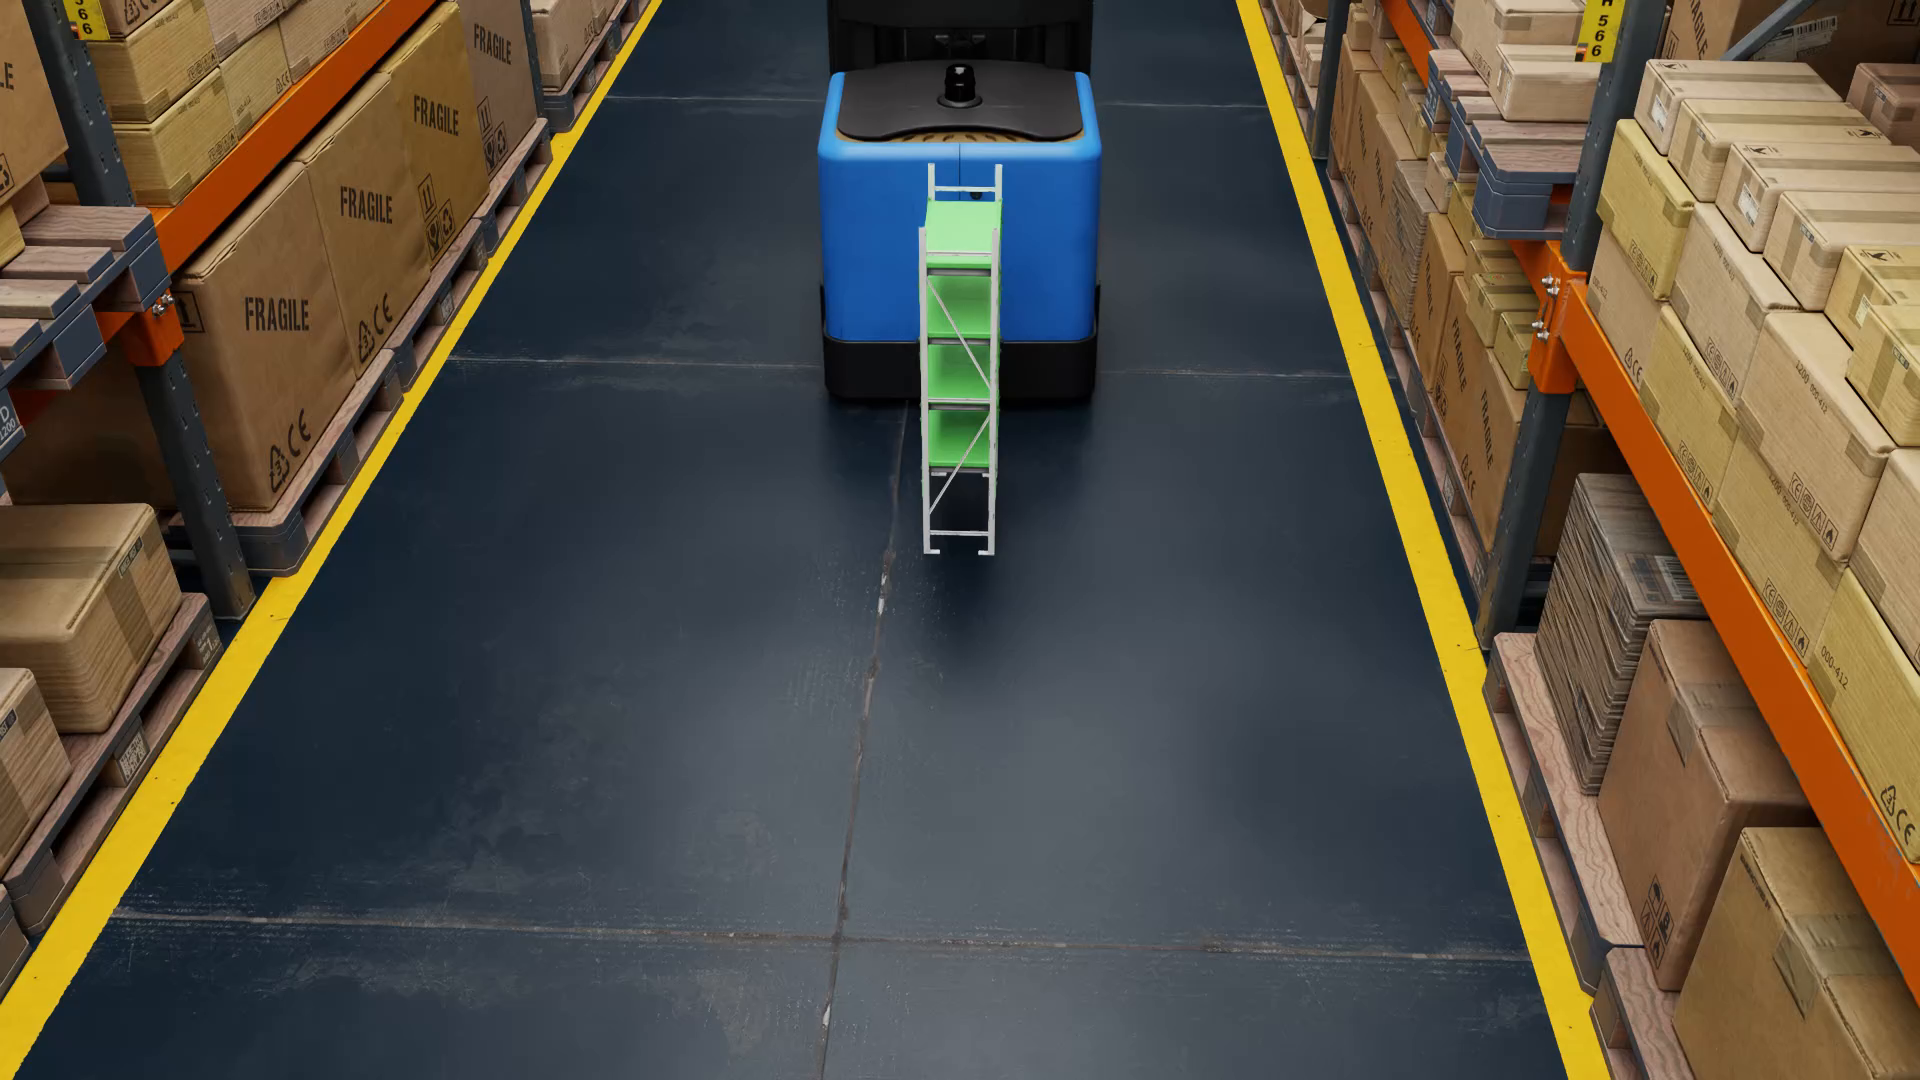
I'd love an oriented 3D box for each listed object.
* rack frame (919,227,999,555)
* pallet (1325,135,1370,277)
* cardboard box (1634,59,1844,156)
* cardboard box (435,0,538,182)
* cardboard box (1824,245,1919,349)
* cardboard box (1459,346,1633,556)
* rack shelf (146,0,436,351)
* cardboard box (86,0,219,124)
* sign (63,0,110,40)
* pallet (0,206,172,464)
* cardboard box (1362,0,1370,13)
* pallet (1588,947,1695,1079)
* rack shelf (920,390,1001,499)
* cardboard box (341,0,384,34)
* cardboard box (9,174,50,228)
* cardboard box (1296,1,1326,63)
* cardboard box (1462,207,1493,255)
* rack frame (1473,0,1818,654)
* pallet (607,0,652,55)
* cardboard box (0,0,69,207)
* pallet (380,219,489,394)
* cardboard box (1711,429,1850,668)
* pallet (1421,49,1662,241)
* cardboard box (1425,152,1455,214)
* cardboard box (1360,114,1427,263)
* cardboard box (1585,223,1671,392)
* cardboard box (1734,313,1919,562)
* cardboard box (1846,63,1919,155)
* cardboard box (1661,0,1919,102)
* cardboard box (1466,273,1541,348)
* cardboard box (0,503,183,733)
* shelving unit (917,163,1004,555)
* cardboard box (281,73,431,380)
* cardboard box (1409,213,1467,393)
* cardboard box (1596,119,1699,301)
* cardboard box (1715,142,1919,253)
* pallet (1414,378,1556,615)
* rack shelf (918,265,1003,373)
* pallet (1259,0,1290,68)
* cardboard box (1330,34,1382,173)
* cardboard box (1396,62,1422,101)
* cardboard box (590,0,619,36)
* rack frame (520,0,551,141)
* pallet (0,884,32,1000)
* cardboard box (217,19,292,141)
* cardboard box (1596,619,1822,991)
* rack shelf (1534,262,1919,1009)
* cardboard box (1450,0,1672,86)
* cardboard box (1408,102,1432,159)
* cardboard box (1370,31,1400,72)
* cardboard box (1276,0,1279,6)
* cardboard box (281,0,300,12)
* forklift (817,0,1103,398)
[{"bbox_3d":[-0.003,-0.446,5.341,0.240,1.200,0.015,1,35,2],"label":"rack frame"},{"bbox_3d":[2.312,-1.583,7.819,1.003,0.211,1.213,1,35,2],"label":"pallet"},{"bbox_3d":[1.839,-1.024,3.947,0.380,0.149,0.250,2,35,3],"label":"cardboard box"},{"bbox_3d":[-2.598,-2.249,7.824,0.875,0.875,0.875,2,35,3],"label":"cardboard box"},{"bbox_3d":[1.867,-0.427,3.098,0.380,0.149,0.250,2,35,2],"label":"cardboard box"},{"bbox_3d":[1.949,-0.291,5.364,0.500,0.500,0.500,2,35,3],"label":"cardboard box"},{"bbox_3d":[-2.733,-1.861,6.415,1.077,0.370,4.000,1,35,2],"label":"rack shelf"},{"bbox_3d":[-2.546,-1.435,4.879,0.500,0.250,0.500,1,35,2],"label":"cardboard box"},{"bbox_3d":[-2.271,-1.441,4.253,0.100,0.325,0.005,1,35,2],"label":"sign"},{"bbox_3d":[-2.736,-0.516,4.043,1.213,0.211,1.003,1,35,2],"label":"pallet"},{"bbox_3d":[2.087,-2.527,7.723,0.380,0.149,0.250,1,35,1],"label":"cardboard box"},{"bbox_3d":[2.023,1.418,3.549,1.003,0.211,1.213,1,35,2],"label":"pallet"},{"bbox_3d":[0.007,-0.337,5.715,0.258,0.148,0.480,1,35,2],"label":"rack shelf"},{"bbox_3d":[-2.496,-2.101,6.261,0.500,0.250,0.500,1,35,2],"label":"cardboard box"},{"bbox_3d":[-2.591,-0.882,4.249,0.380,0.149,0.250,3,35,4],"label":"cardboard box"},{"bbox_3d":[2.050,-2.777,9.106,0.396,0.266,0.258,3,35,4],"label":"cardboard box"},{"bbox_3d":[2.004,-1.057,5.889,0.380,0.149,0.250,2,35,3],"label":"cardboard box"},{"bbox_3d":[2.146,-0.894,4.413,1.000,3.000,0.127,1,35,2],"label":"rack frame"},{"bbox_3d":[-2.498,-3.302,10.264,1.003,0.211,1.213,1,35,2],"label":"pallet"},{"bbox_3d":[-2.554,-1.073,3.958,0.500,0.500,0.500,0,35,1],"label":"cardboard box"},{"bbox_3d":[-2.655,-1.016,7.012,1.003,0.211,1.213,1,35,2],"label":"pallet"},{"bbox_3d":[1.846,0.002,3.269,0.500,0.250,0.500,0,35,0],"label":"cardboard box"},{"bbox_3d":[2.104,-1.207,5.025,1.213,0.211,1.003,1,35,2],"label":"pallet"},{"bbox_3d":[1.995,-1.359,6.320,0.380,0.149,0.250,0,35,0],"label":"cardboard box"},{"bbox_3d":[2.027,-1.476,7.050,0.500,0.500,0.500,0,35,0],"label":"cardboard box"},{"bbox_3d":[1.884,-0.583,4.102,0.500,0.250,0.500,1,35,2],"label":"cardboard box"},{"bbox_3d":[1.824,-0.200,3.121,0.500,0.250,0.500,0,35,1],"label":"cardboard box"},{"bbox_3d":[2.336,-1.009,3.926,0.380,0.149,0.250,2,35,3],"label":"cardboard box"},{"bbox_3d":[2.323,-1.399,4.680,0.500,0.500,0.500,3,35,4],"label":"cardboard box"},{"bbox_3d":[1.893,-0.756,5.461,0.380,0.149,0.250,0,35,-1],"label":"cardboard box"},{"bbox_3d":[-2.846,0.221,4.747,0.950,0.372,0.625,-1,35,-1],"label":"cardboard box"},{"bbox_3d":[0.007,-0.586,5.540,0.258,1.200,0.503,1,35,2],"label":"shelving unit"},{"bbox_3d":[-2.663,-1.216,6.355,0.875,0.875,0.875,2,35,2],"label":"cardboard box"},{"bbox_3d":[1.998,-0.879,6.201,0.500,0.500,0.500,3,35,4],"label":"cardboard box"},{"bbox_3d":[1.860,-0.788,3.959,0.500,0.250,0.500,1,35,2],"label":"cardboard box"},{"bbox_3d":[1.845,-0.722,3.518,0.380,0.149,0.250,2,35,3],"label":"cardboard box"},{"bbox_3d":[2.214,-0.181,5.824,1.003,0.211,1.213,1,35,2],"label":"pallet"},{"bbox_3d":[0.007,-0.730,5.439,0.258,0.148,0.480,1,35,2],"label":"rack shelf"},{"bbox_3d":[2.382,-3.148,10.047,1.003,0.211,1.213,1,35,2],"label":"pallet"},{"bbox_3d":[2.063,-2.069,7.893,0.500,0.500,0.500,3,35,4],"label":"cardboard box"},{"bbox_3d":[2.097,-1.940,7.147,0.380,0.149,0.250,1,35,1],"label":"cardboard box"},{"bbox_3d":[-2.485,-3.301,9.701,0.875,0.438,0.875,0,35,0],"label":"cardboard box"},{"bbox_3d":[-2.653,-3.305,7.843,1.000,3.000,0.127,1,35,2],"label":"rack frame"},{"bbox_3d":[-2.898,1.282,3.742,1.003,0.211,1.213,1,35,2],"label":"pallet"},{"bbox_3d":[-2.539,-1.516,5.429,0.500,0.250,0.500,0,35,1],"label":"cardboard box"},{"bbox_3d":[2.089,0.639,3.932,0.875,0.625,0.625,2,35,3],"label":"cardboard box"},{"bbox_3d":[2.066,0.549,2.985,1.077,0.370,4.000,1,35,2],"label":"rack shelf"},{"bbox_3d":[1.865,-1.618,5.209,0.500,0.250,0.500,0,35,0],"label":"cardboard box"},{"bbox_3d":[2.037,-1.655,6.741,0.380,0.149,0.250,3,35,4],"label":"cardboard box"},{"bbox_3d":[2.093,-2.246,7.581,0.380,0.149,0.250,0,35,1],"label":"cardboard box"},{"bbox_3d":[2.154,-3.499,9.928,0.500,0.500,0.500,2,35,3],"label":"cardboard box"},{"bbox_3d":[-2.492,-2.018,5.708,0.500,0.250,0.500,1,35,2],"label":"cardboard box"},{"bbox_3d":[0.000,-2.558,6.841,1.130,2.935,3.031,0,35,0],"label":"forklift"}]
